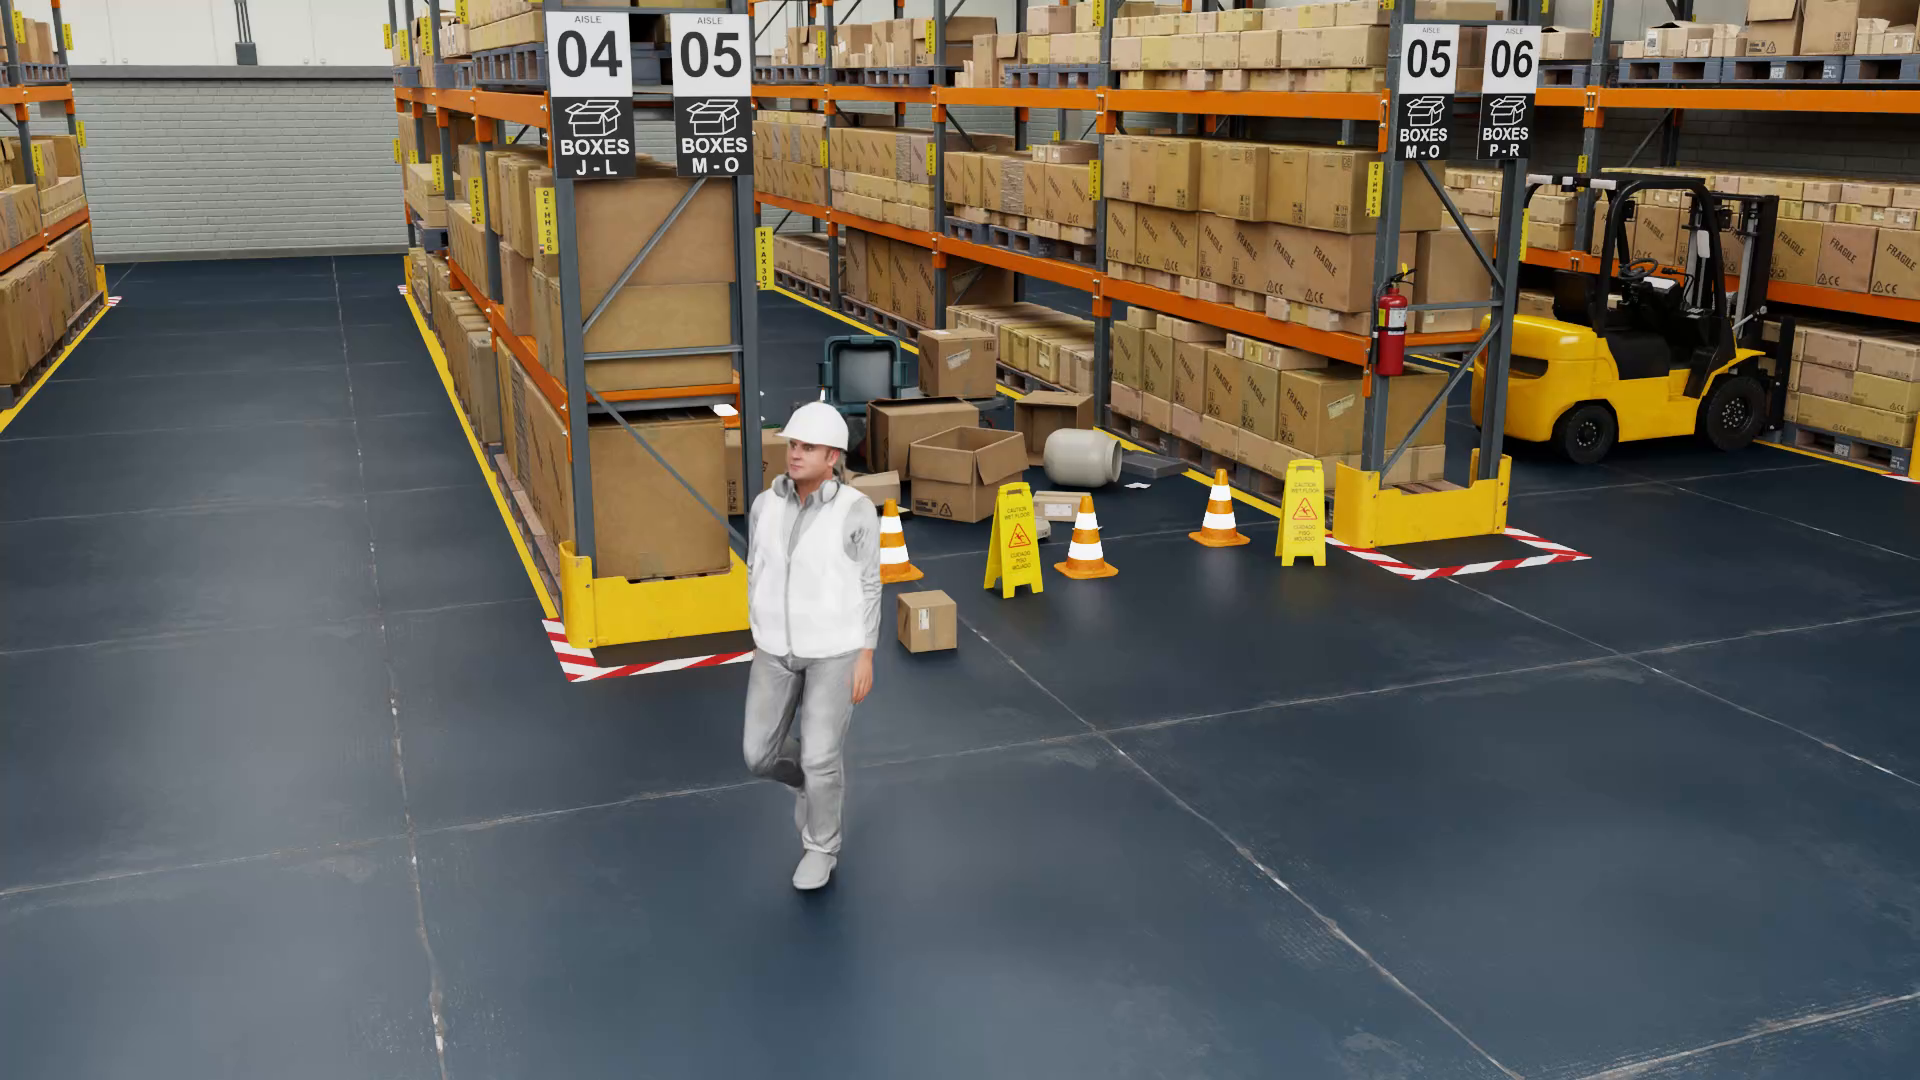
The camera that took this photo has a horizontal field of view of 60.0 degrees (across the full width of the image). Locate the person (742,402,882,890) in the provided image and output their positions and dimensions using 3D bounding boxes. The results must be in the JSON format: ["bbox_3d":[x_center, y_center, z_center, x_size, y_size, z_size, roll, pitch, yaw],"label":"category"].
[{"bbox_3d":[-0.540,0.371,6.071,0.538,1.756,0.554,6,16,20],"label":"person"}]
